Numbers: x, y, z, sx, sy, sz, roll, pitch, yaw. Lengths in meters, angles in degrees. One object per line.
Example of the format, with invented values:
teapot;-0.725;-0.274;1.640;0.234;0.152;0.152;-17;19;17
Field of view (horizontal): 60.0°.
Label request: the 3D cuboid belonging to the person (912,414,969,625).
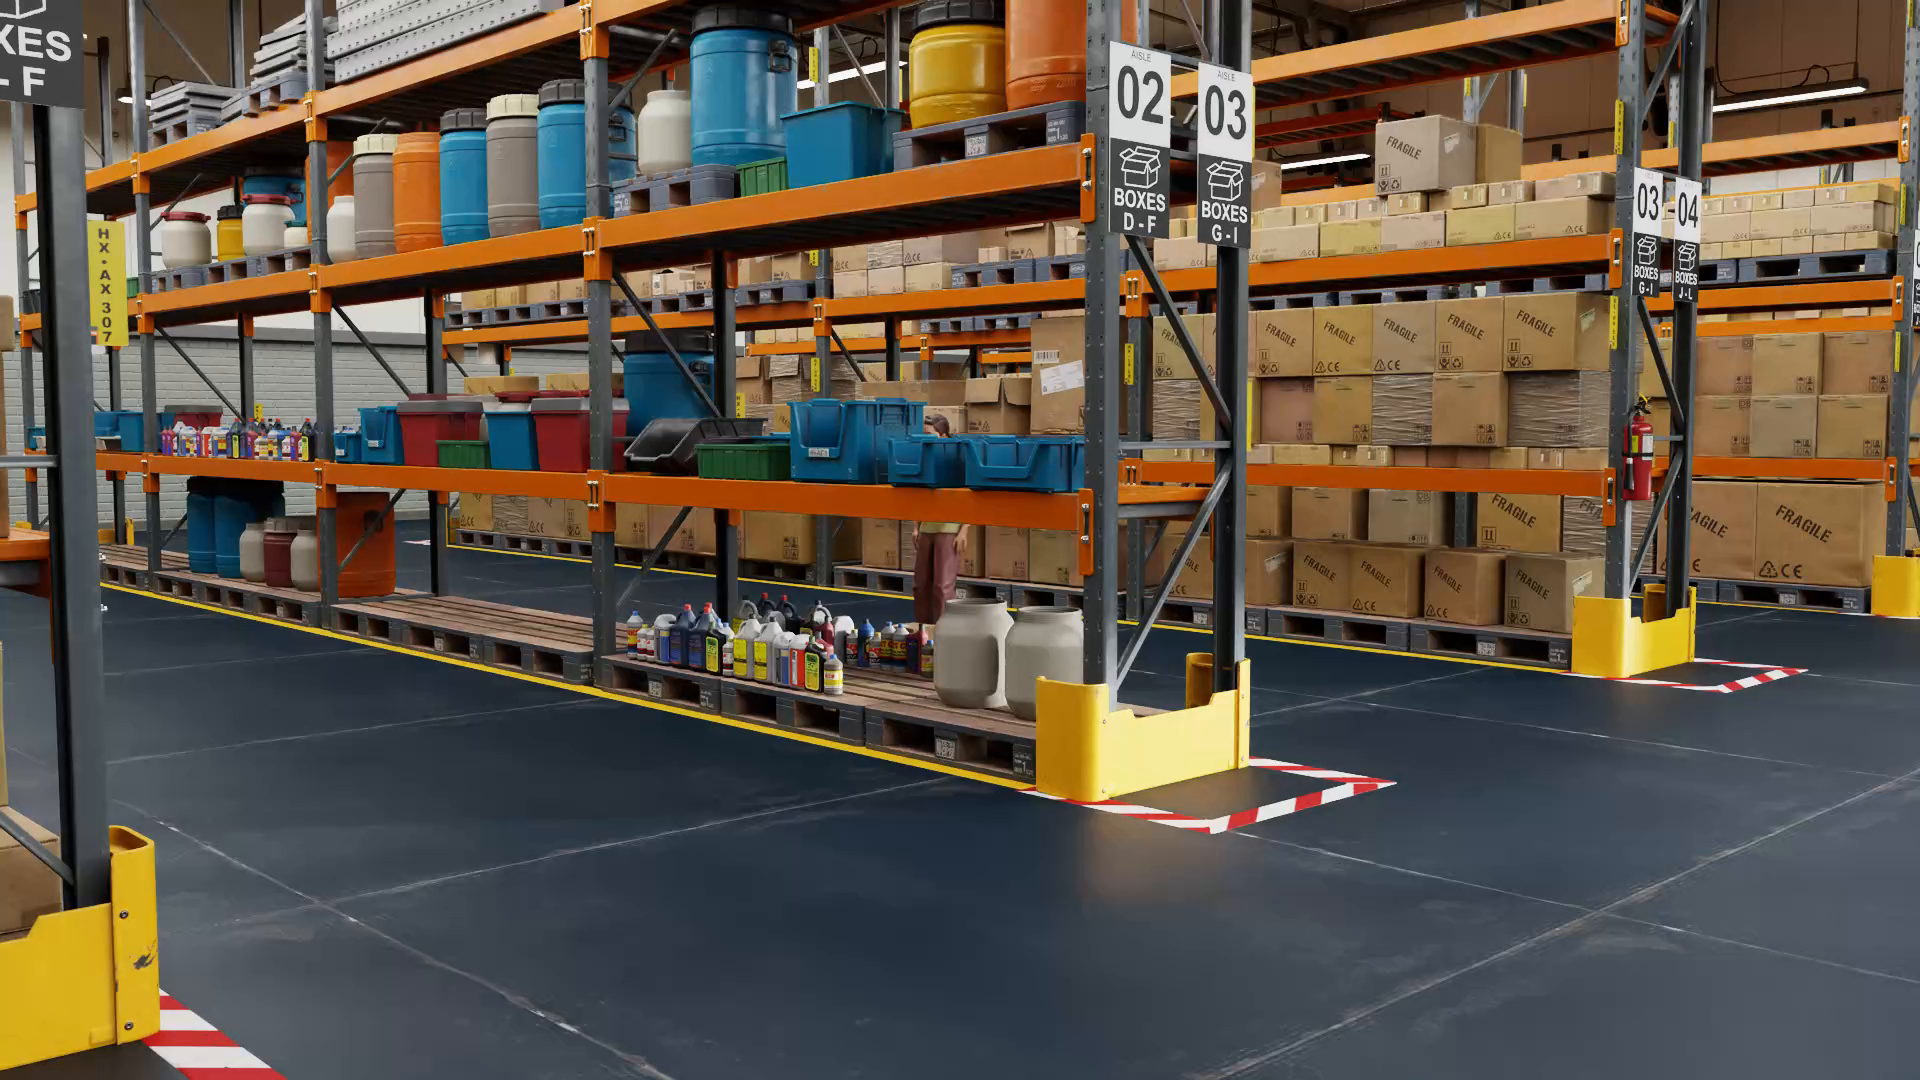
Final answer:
person;-0.159;-0.021;11.302;0.405;1.673;0.502;-4;6;-44
